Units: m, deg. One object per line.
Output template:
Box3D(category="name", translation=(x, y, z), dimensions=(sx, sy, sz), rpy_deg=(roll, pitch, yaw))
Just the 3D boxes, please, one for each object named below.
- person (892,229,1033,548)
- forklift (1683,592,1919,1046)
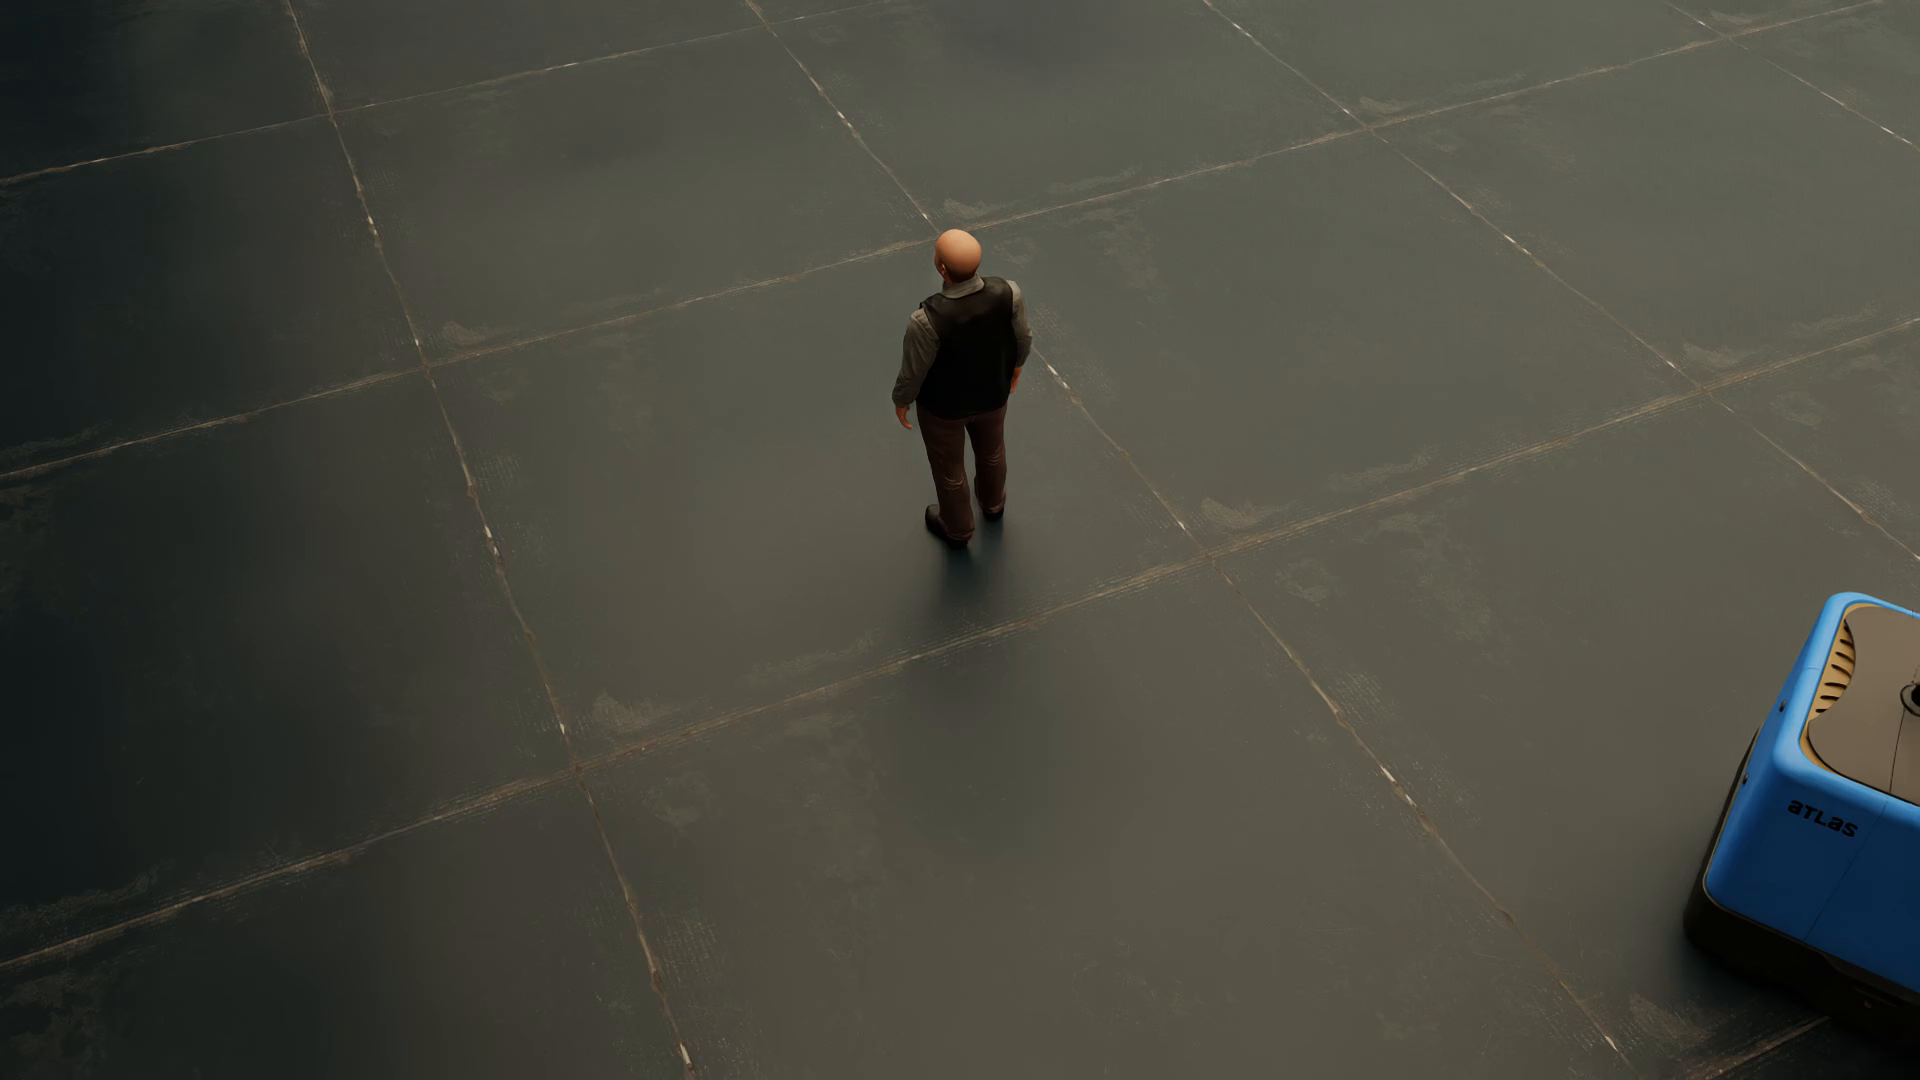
Box3D(category="person", translation=(-0.019, -0.675, 7.279), dimensions=(0.632, 1.720, 0.568), rpy_deg=(-18, 46, -18))
Box3D(category="forklift", translation=(4.209, 0.697, 4.933), dimensions=(3.031, 2.935, 1.130), rpy_deg=(23, 48, 23))
